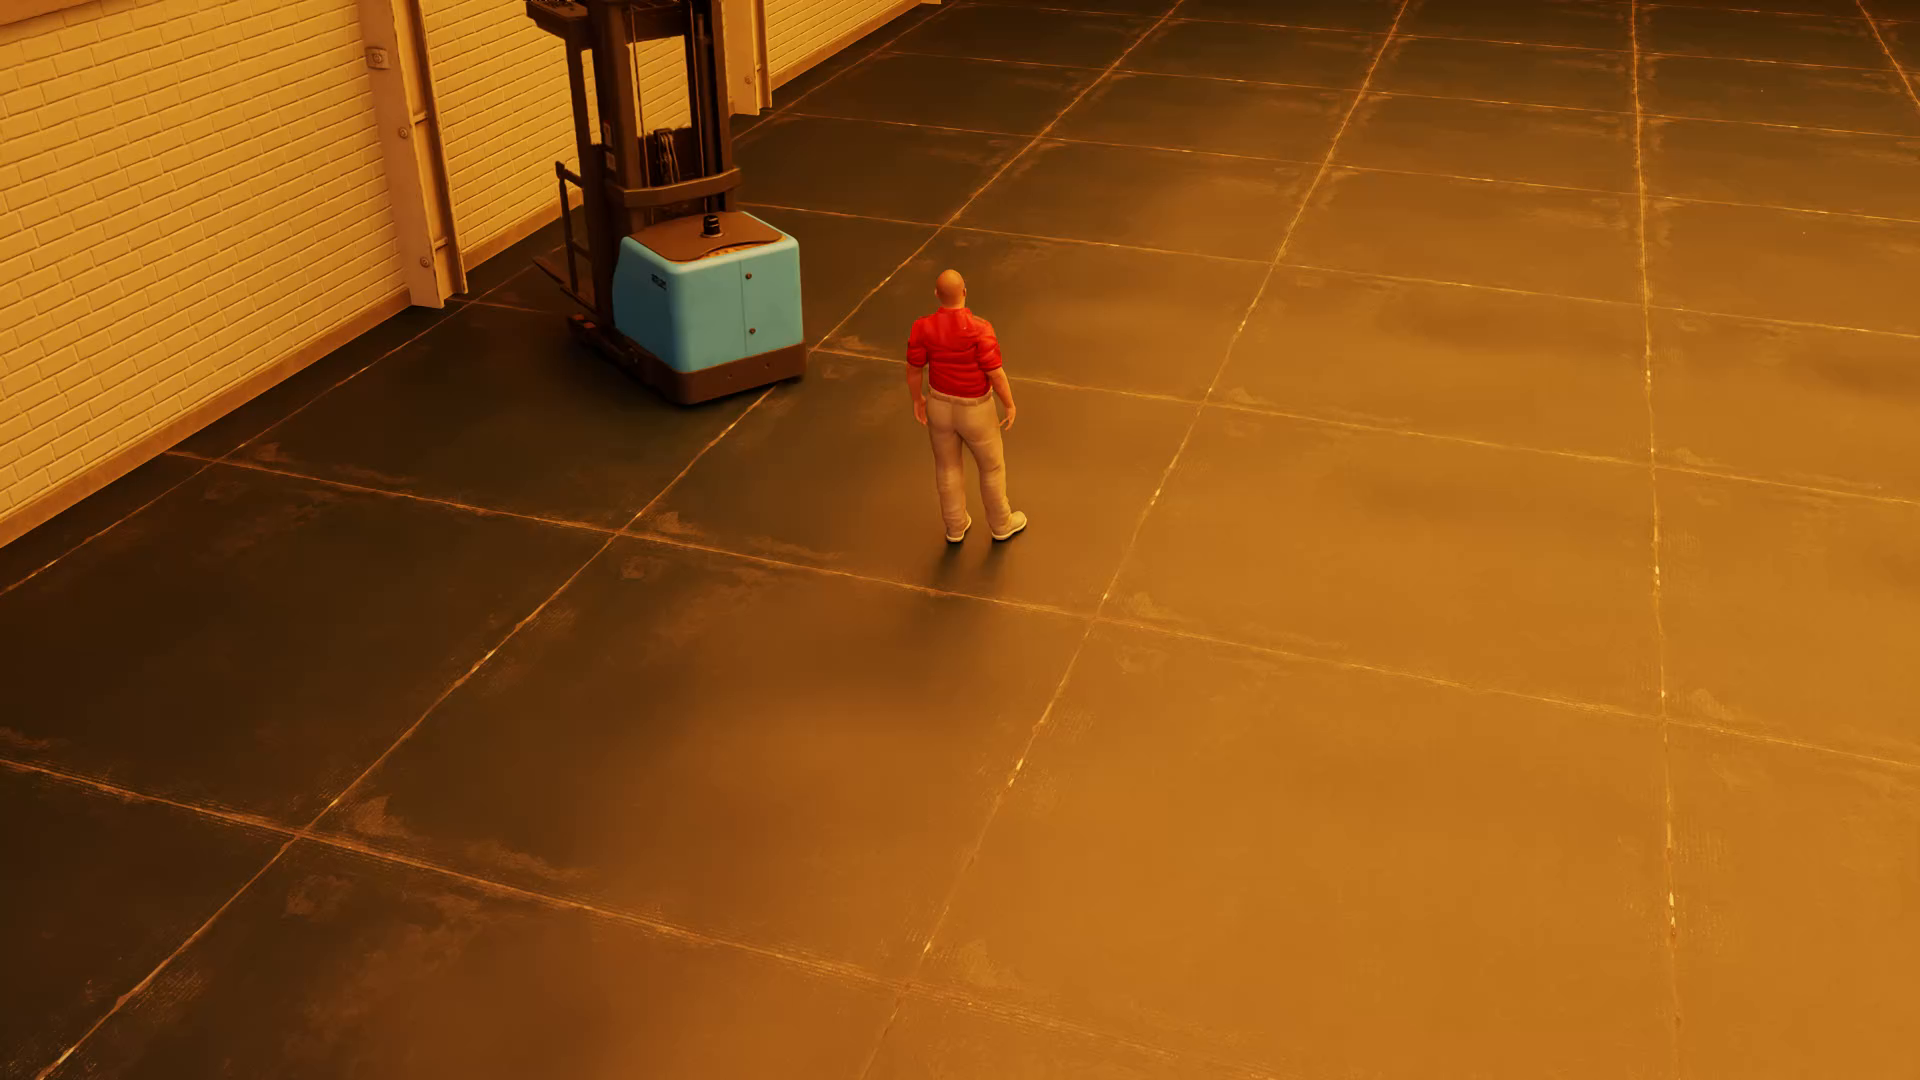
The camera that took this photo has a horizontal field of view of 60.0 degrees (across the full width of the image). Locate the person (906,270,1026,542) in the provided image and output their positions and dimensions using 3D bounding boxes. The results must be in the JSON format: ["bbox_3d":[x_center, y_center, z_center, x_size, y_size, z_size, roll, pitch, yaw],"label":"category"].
[{"bbox_3d":[0.041,-0.797,9.735,0.640,1.727,0.551,10,31,16],"label":"person"}]

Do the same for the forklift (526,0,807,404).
[{"bbox_3d":[-2.380,-2.896,12.216,1.130,2.935,3.031,-20,35,-30],"label":"forklift"}]
